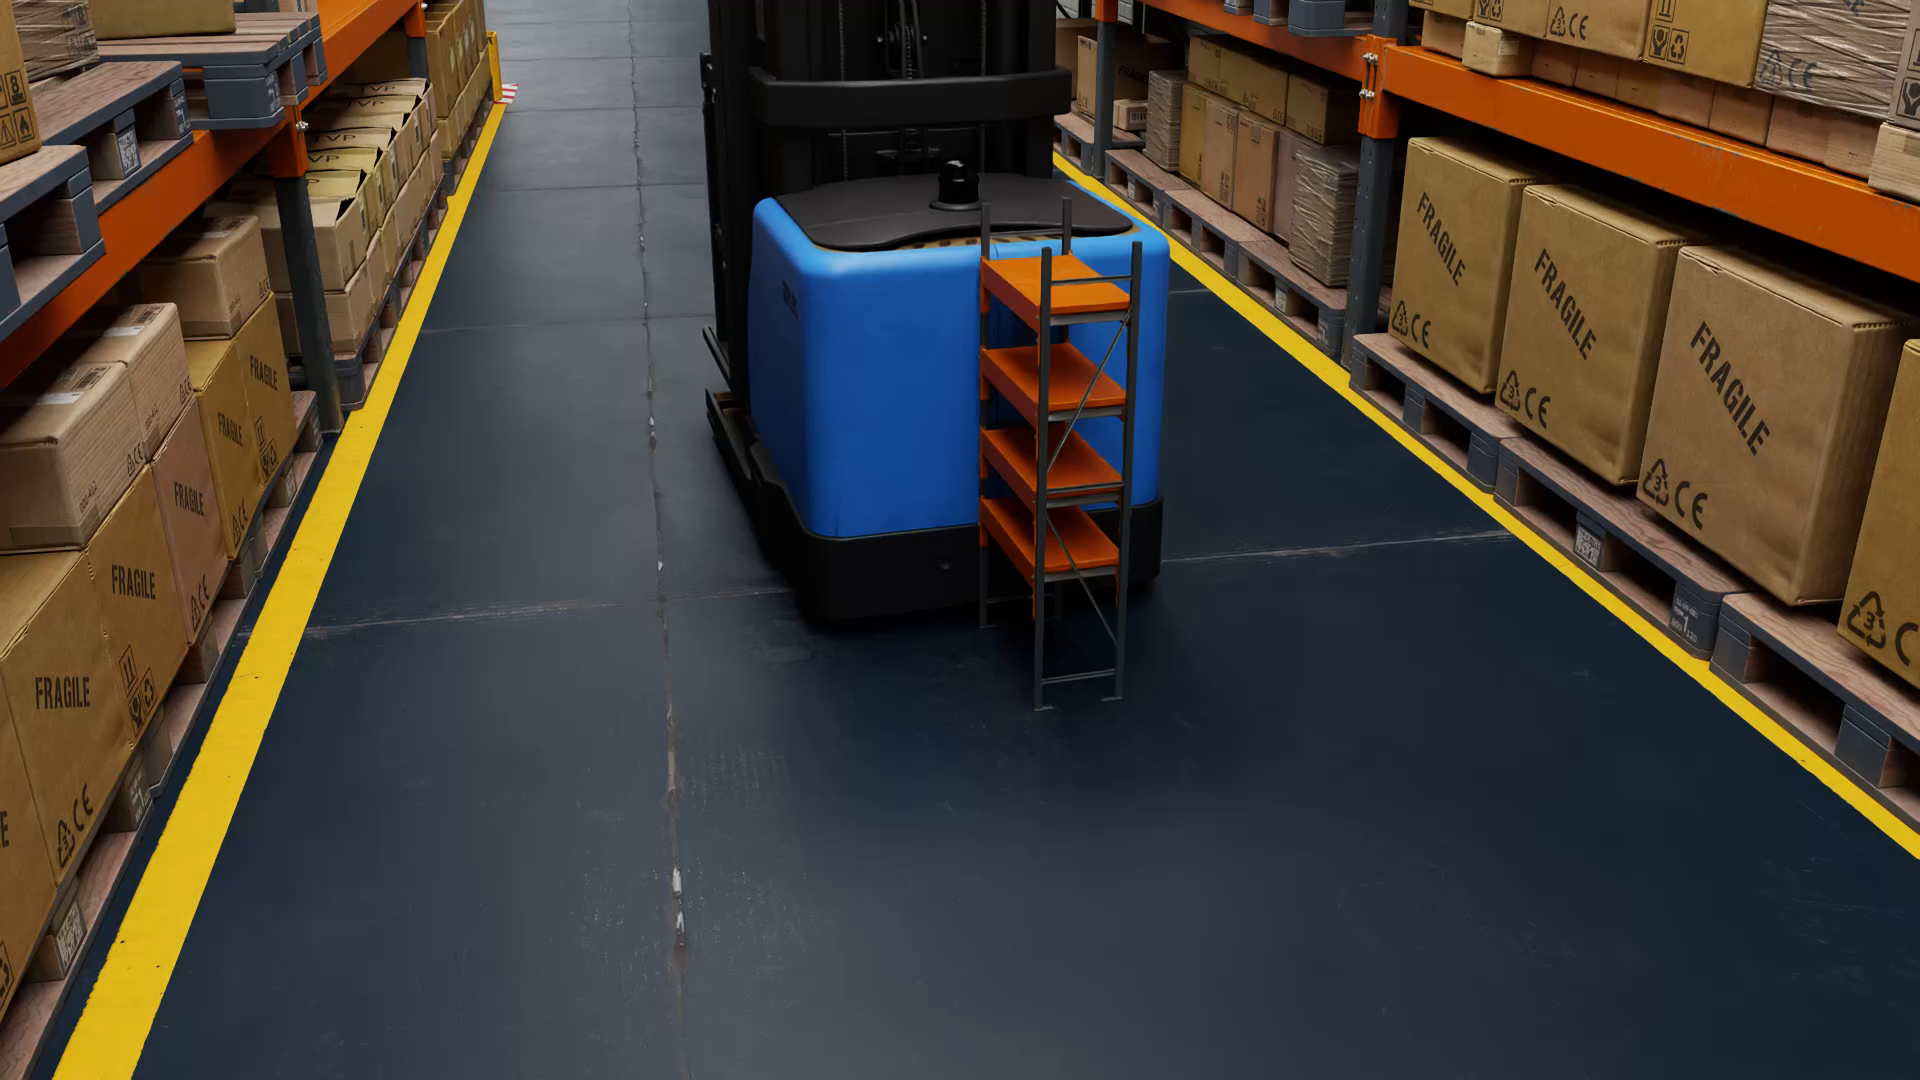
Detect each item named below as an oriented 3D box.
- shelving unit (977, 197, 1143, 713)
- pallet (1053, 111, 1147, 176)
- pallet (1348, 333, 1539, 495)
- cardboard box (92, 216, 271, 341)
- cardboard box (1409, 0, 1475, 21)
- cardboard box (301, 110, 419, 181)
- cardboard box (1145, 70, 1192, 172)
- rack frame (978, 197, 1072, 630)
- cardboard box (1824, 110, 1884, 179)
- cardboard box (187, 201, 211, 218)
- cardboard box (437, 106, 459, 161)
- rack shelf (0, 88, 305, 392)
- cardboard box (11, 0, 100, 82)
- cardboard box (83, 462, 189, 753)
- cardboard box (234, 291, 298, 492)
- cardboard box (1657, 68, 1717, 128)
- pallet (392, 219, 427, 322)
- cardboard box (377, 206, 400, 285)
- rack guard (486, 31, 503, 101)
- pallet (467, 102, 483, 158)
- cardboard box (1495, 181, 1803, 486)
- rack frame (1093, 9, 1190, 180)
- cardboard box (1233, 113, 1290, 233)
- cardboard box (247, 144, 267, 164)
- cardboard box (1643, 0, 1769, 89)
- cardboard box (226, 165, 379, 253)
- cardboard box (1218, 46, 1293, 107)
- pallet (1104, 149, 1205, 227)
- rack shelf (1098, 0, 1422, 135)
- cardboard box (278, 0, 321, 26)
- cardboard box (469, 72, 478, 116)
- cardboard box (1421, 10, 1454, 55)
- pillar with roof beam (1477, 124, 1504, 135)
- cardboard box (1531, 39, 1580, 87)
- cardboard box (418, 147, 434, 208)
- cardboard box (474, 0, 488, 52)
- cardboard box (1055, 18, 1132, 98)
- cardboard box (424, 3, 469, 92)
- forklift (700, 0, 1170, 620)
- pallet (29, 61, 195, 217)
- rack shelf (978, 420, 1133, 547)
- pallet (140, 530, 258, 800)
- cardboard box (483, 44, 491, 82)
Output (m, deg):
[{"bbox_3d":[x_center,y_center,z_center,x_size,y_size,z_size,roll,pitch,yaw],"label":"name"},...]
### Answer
[{"bbox_3d":[0.236,-0.219,4.251,0.258,1.200,0.503,-6,24,-14],"label":"shelving unit"},{"bbox_3d":[1.182,-2.669,11.098,1.003,0.211,1.213,-4,24,-10],"label":"pallet"},{"bbox_3d":[2.153,-0.519,6.174,1.003,0.211,1.213,-4,24,-10],"label":"pallet"},{"bbox_3d":[-2.368,-0.772,4.905,0.500,0.250,0.500,-3,24,-8],"label":"cardboard box"},{"bbox_3d":[1.919,-2.093,5.774,0.500,0.500,0.500,-4,24,-8],"label":"cardboard box"},{"bbox_3d":[-2.977,-1.968,8.219,0.500,0.311,0.500,-4,24,-10],"label":"cardboard box"},{"bbox_3d":[1.494,-2.453,9.693,0.700,0.500,0.500,-3,24,-8],"label":"cardboard box"},{"bbox_3d":[0.170,-0.313,4.467,0.240,1.200,0.015,-6,24,-14],"label":"rack frame"},{"bbox_3d":[2.320,-0.948,3.962,0.380,0.149,0.250,-4,24,-10],"label":"cardboard box"},{"bbox_3d":[-3.126,-1.121,6.280,0.500,0.311,0.500,-4,24,-8],"label":"cardboard box"},{"bbox_3d":[-3.314,-2.455,10.033,0.500,0.250,0.500,-4,24,-10],"label":"cardboard box"},{"bbox_3d":[-2.417,-0.628,3.838,1.077,0.370,4.000,-4,24,-10],"label":"rack shelf"},{"bbox_3d":[-2.578,-1.369,3.987,0.700,0.500,0.500,0,24,0],"label":"cardboard box"},{"bbox_3d":[-2.092,0.159,3.712,0.500,0.500,0.500,-4,24,-9],"label":"cardboard box"},{"bbox_3d":[-2.383,-0.450,5.105,0.500,0.500,0.500,-3,24,-8],"label":"cardboard box"},{"bbox_3d":[2.208,-1.257,4.669,0.380,0.149,0.250,-4,24,-9],"label":"cardboard box"},{"bbox_3d":[-3.123,-1.272,7.898,1.003,0.211,1.213,-4,24,-10],"label":"pallet"},{"bbox_3d":[-2.791,-1.306,7.403,0.500,0.250,0.500,-5,24,-11],"label":"cardboard box"},{"bbox_3d":[-4.270,-3.755,13.222,1.175,0.500,0.348,-4,24,-10],"label":"rack guard"},{"bbox_3d":[-3.861,-2.836,11.480,1.003,0.211,1.213,-4,24,-10],"label":"pallet"},{"bbox_3d":[2.244,-0.676,5.210,0.750,0.750,0.750,-4,24,-10],"label":"cardboard box"},{"bbox_3d":[1.341,-3.686,9.941,1.000,3.000,0.127,-4,24,-10],"label":"rack frame"},{"bbox_3d":[1.796,-1.852,8.317,0.700,0.500,0.500,-4,24,-10],"label":"cardboard box"},{"bbox_3d":[-3.409,-1.721,7.653,0.500,0.311,0.500,-4,24,-8],"label":"cardboard box"},{"bbox_3d":[2.202,-1.487,4.386,0.500,0.500,0.500,-4,24,-8],"label":"cardboard box"},{"bbox_3d":[-2.700,-1.367,6.843,0.500,0.311,0.500,-5,24,-11],"label":"cardboard box"},{"bbox_3d":[1.678,-2.420,8.679,0.500,0.250,0.500,-5,24,-11],"label":"cardboard box"},{"bbox_3d":[1.487,-2.102,9.798,1.003,0.211,1.213,-4,24,-10],"label":"pallet"},{"bbox_3d":[1.711,-2.569,8.284,1.077,0.370,4.000,-4,24,-10],"label":"rack shelf"},{"bbox_3d":[-2.762,-2.069,6.352,0.500,0.311,0.500,-5,24,-10],"label":"cardboard box"},{"bbox_3d":[-3.587,-3.045,11.385,0.500,0.250,0.500,-4,24,-10],"label":"cardboard box"},{"bbox_3d":[1.914,-1.860,6.049,0.380,0.149,0.250,-5,24,-11],"label":"cardboard box"},{"bbox_3d":[-1.540,-5.118,5.726,9.100,9.000,0.400,-4,24,-10],"label":"pillar with roof beam"},{"bbox_3d":[2.086,-1.559,5.361,0.380,0.149,0.250,-5,24,-10],"label":"cardboard box"},{"bbox_3d":[-3.073,-1.909,8.784,0.500,0.250,0.500,-5,24,-11],"label":"cardboard box"},{"bbox_3d":[-3.874,-3.978,12.584,0.500,0.500,0.500,-4,24,-10],"label":"cardboard box"},{"bbox_3d":[0.833,-3.520,12.135,0.700,0.500,0.500,-6,24,-13],"label":"cardboard box"},{"bbox_3d":[-3.489,-3.192,10.786,0.500,0.500,0.500,-4,24,-10],"label":"cardboard box"},{"bbox_3d":[-0.307,-1.688,5.453,1.130,2.935,3.031,-6,24,-14],"label":"forklift"},{"bbox_3d":[-2.423,-0.892,3.783,1.003,0.211,1.213,-4,24,-10],"label":"pallet"},{"bbox_3d":[0.236,-0.157,4.278,0.258,0.148,0.480,-6,24,-14],"label":"rack shelf"},{"bbox_3d":[-2.464,0.309,4.279,1.003,0.211,1.213,-4,24,-10],"label":"pallet"},{"bbox_3d":[-3.876,-3.634,12.734,0.500,0.250,0.500,-4,24,-10],"label":"cardboard box"}]
